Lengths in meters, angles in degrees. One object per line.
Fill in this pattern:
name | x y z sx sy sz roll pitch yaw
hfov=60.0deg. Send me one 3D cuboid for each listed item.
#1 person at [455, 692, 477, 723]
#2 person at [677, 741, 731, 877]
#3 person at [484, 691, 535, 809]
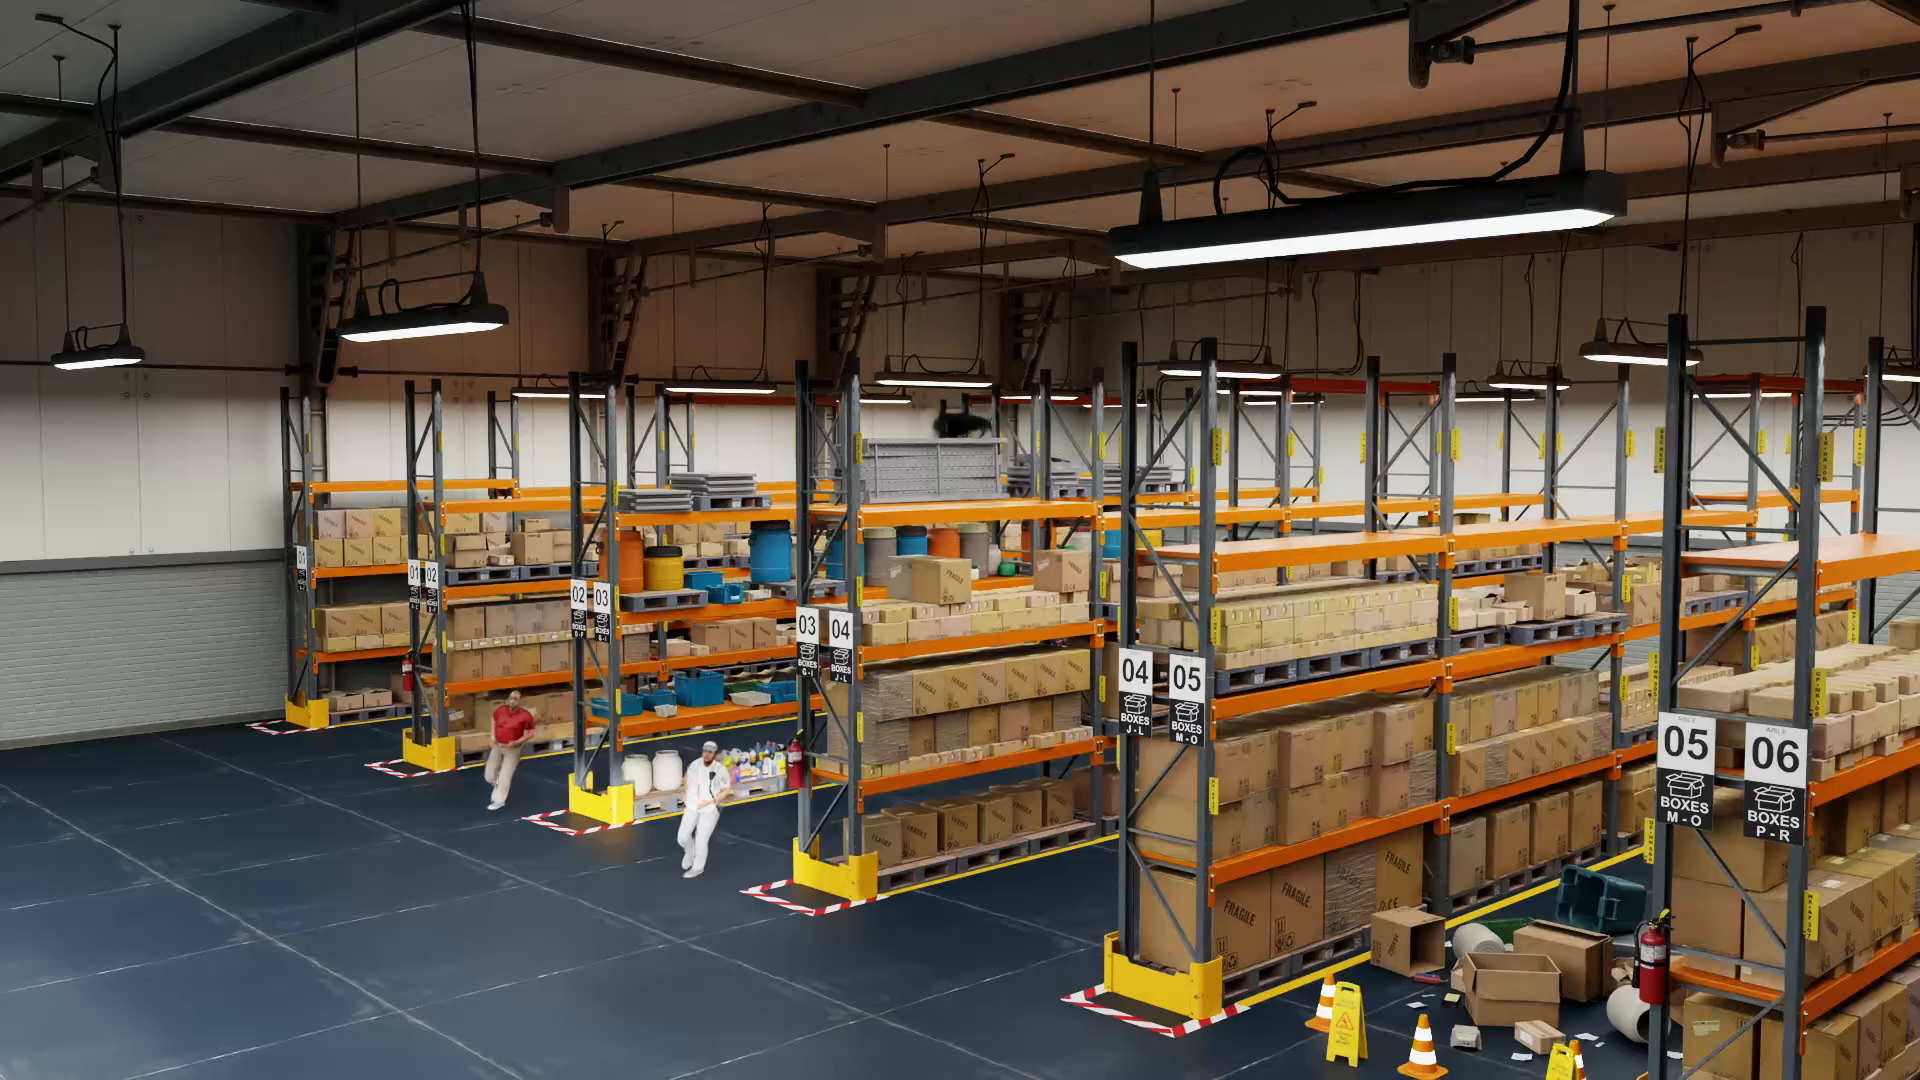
person | -8.335 2.517 27.894 0.648 1.740 0.606 3 5 40
person | -2.979 3.134 19.303 0.650 1.620 0.506 1 4 13
person | -6.211 2.885 22.898 0.747 1.655 0.604 1 4 10
